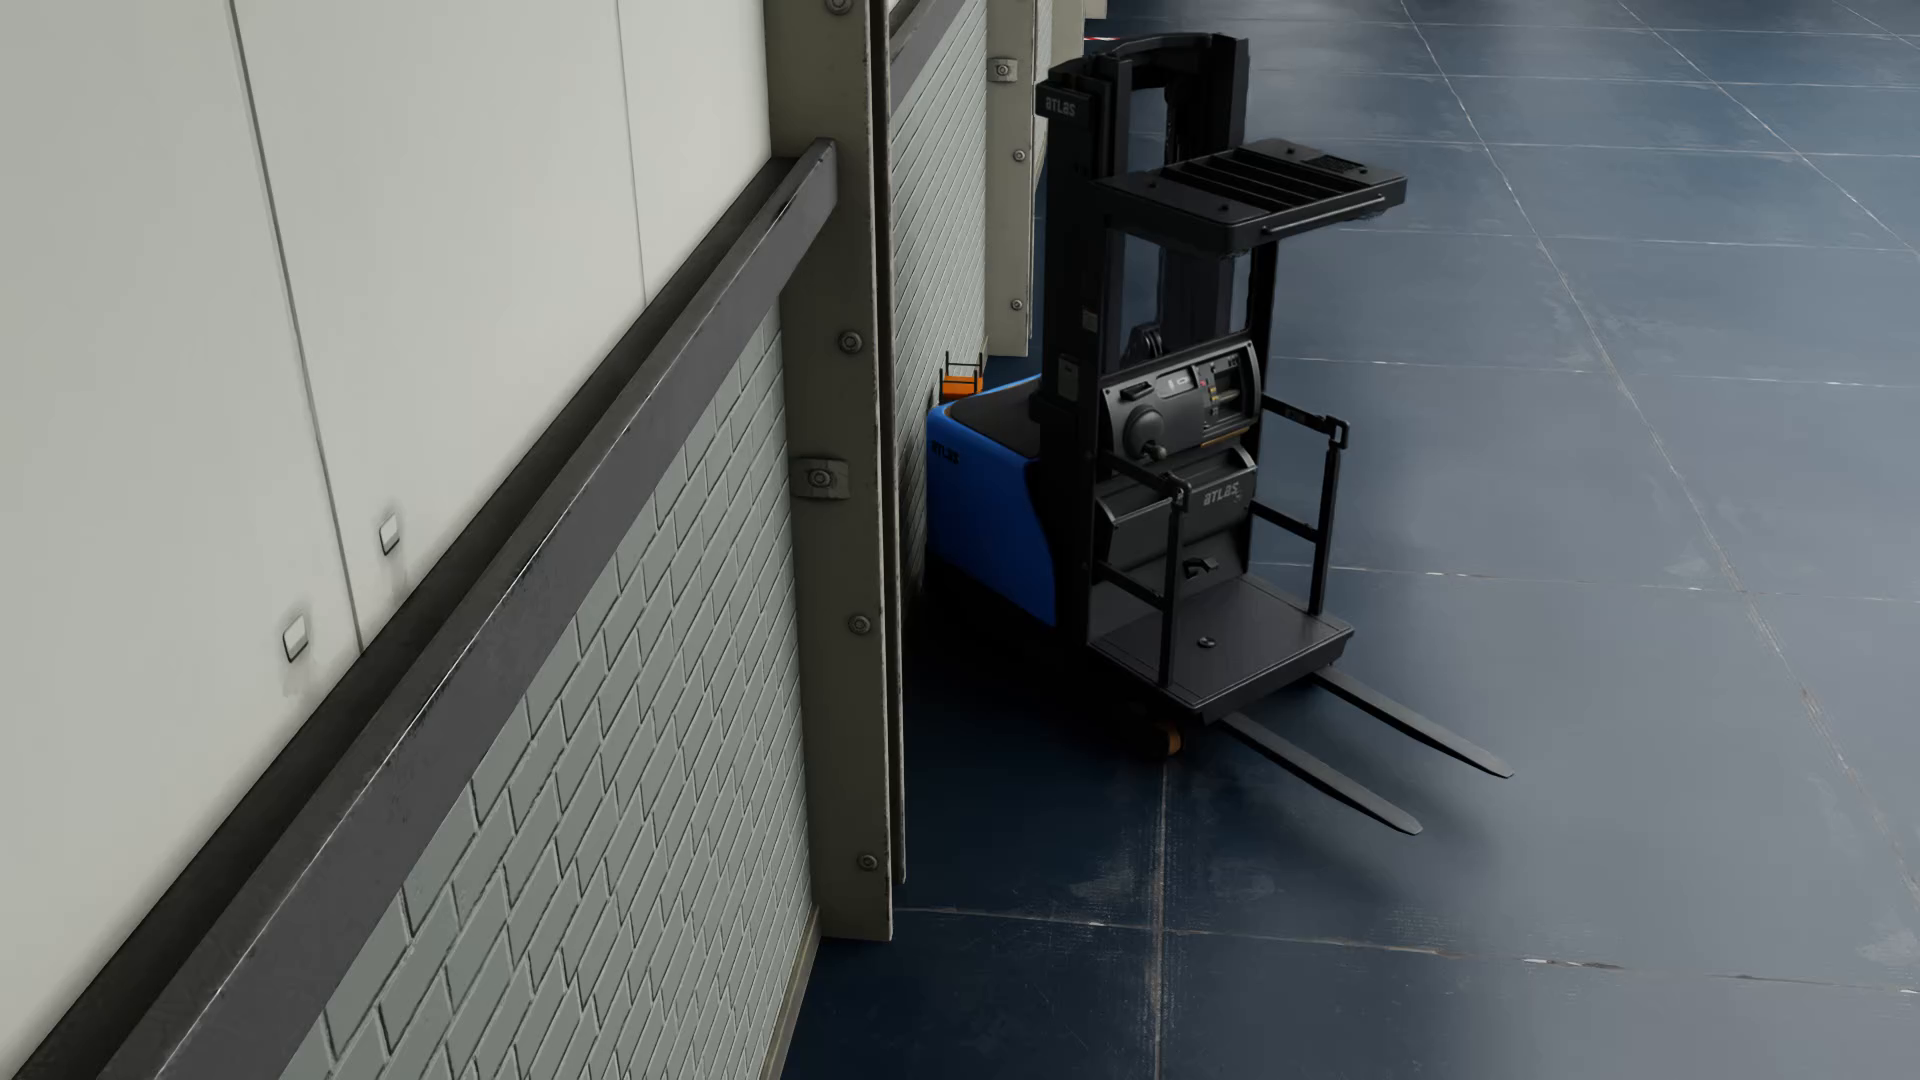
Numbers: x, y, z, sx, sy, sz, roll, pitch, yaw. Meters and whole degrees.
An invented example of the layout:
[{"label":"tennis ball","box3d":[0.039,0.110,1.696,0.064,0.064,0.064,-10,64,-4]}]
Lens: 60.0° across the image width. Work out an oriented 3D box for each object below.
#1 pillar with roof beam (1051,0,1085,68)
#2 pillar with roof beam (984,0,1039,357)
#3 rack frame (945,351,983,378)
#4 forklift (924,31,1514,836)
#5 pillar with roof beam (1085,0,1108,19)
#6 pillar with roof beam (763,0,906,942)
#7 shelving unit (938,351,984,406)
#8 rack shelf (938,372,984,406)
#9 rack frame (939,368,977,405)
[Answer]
[{"label":"pillar with roof beam","box3d":[5.347,-7.919,14.462,9.100,9.000,0.400,3,28,6]},{"label":"pillar with roof beam","box3d":[4.612,-5.095,9.219,9.100,9.000,0.400,3,28,6]},{"label":"rack frame","box3d":[0.022,-0.545,9.154,0.200,1.050,0.008,3,28,6]},{"label":"forklift","box3d":[1.125,-0.583,7.241,1.130,2.935,3.031,-21,35,-33]},{"label":"pillar with roof beam","box3d":[6.082,-10.744,19.704,9.100,9.000,0.400,3,28,6]},{"label":"pillar with roof beam","box3d":[3.876,-2.271,3.977,9.100,9.000,0.400,3,28,6]},{"label":"shelving unit","box3d":[0.007,-0.487,9.048,0.215,1.050,0.252,3,28,6]},{"label":"rack shelf","box3d":[0.007,-0.728,8.918,0.215,0.259,0.240,3,28,6]},{"label":"rack frame","box3d":[-0.008,-0.430,8.941,0.200,1.050,0.008,3,28,6]}]
